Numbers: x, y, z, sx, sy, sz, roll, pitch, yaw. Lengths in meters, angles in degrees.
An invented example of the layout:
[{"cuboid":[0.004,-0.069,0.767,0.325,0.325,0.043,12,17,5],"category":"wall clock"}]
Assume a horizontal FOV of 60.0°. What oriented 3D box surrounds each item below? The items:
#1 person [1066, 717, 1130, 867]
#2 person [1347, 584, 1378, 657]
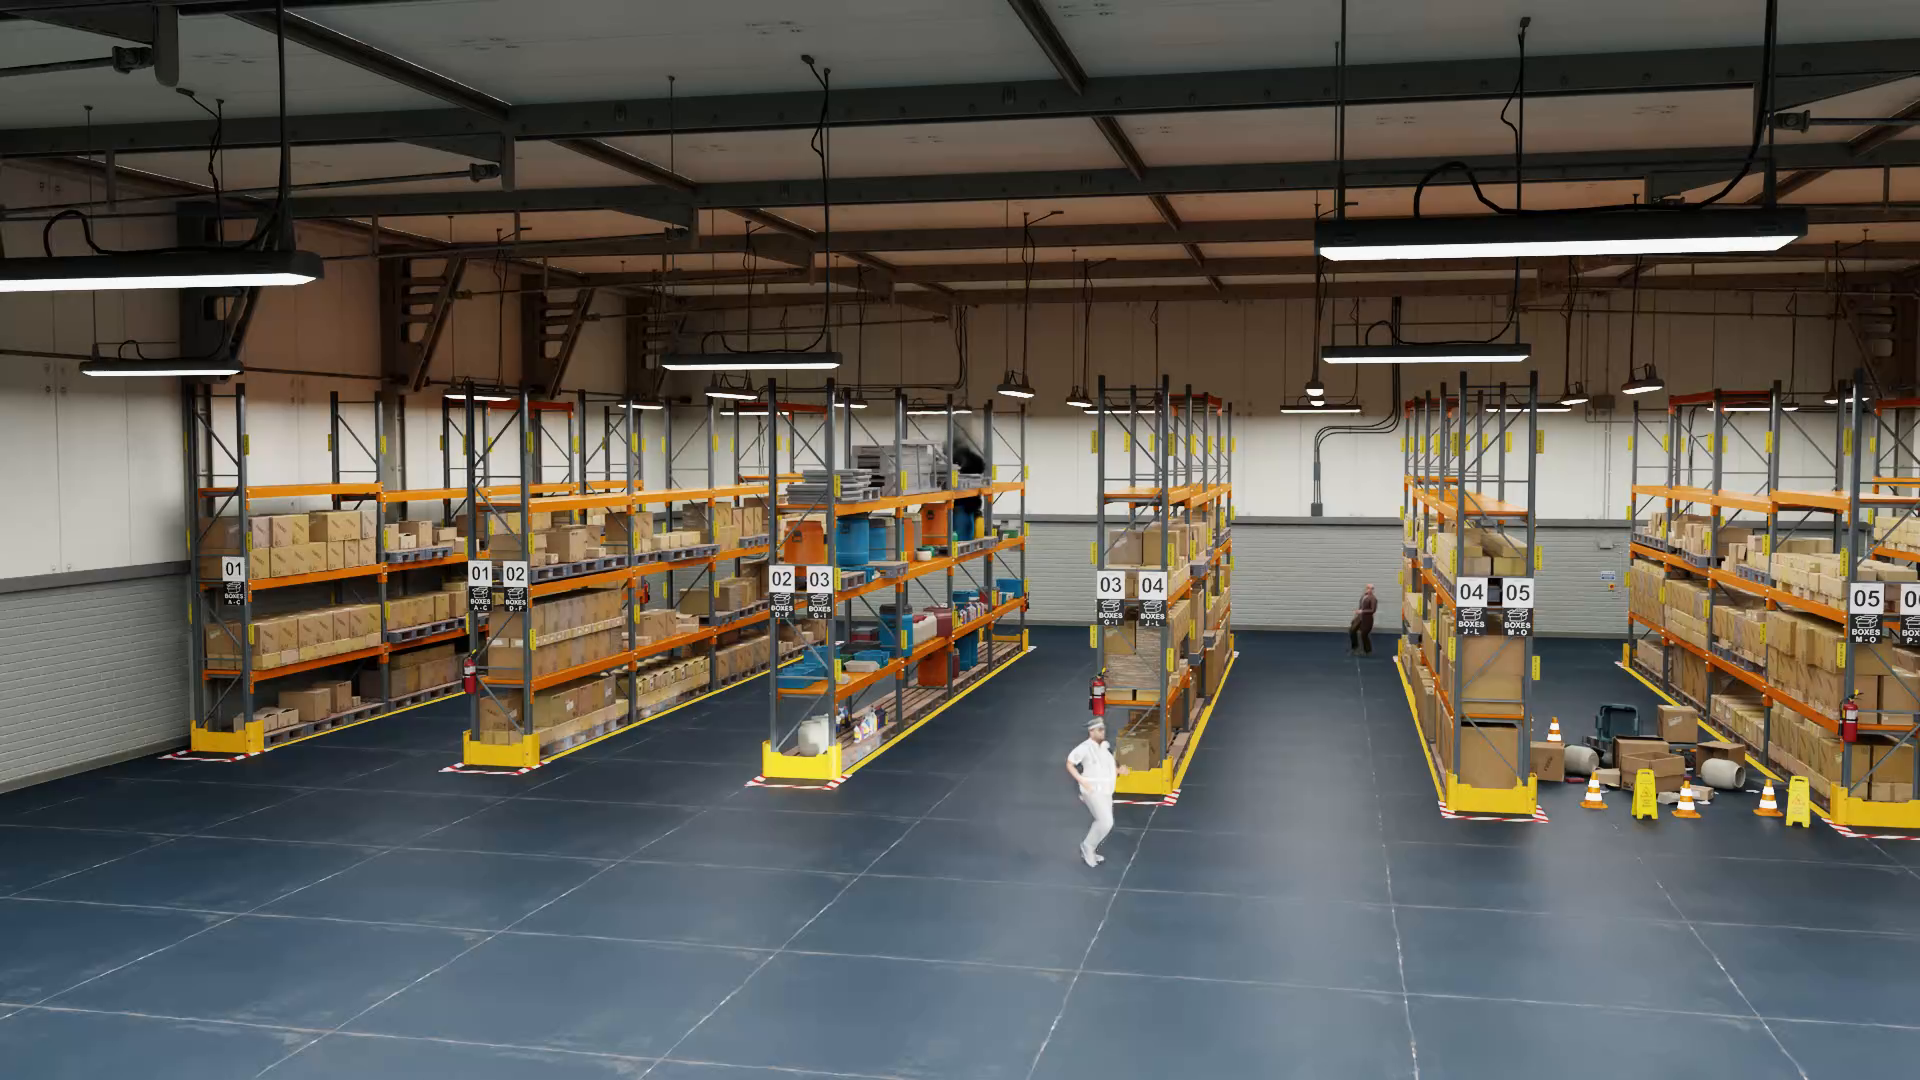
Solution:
[{"cuboid":[1.681,2.999,19.760,0.645,1.786,0.644,3,4,38],"category":"person"},{"cuboid":[9.523,1.878,39.069,0.710,1.720,0.688,-2,4,-30],"category":"person"}]
